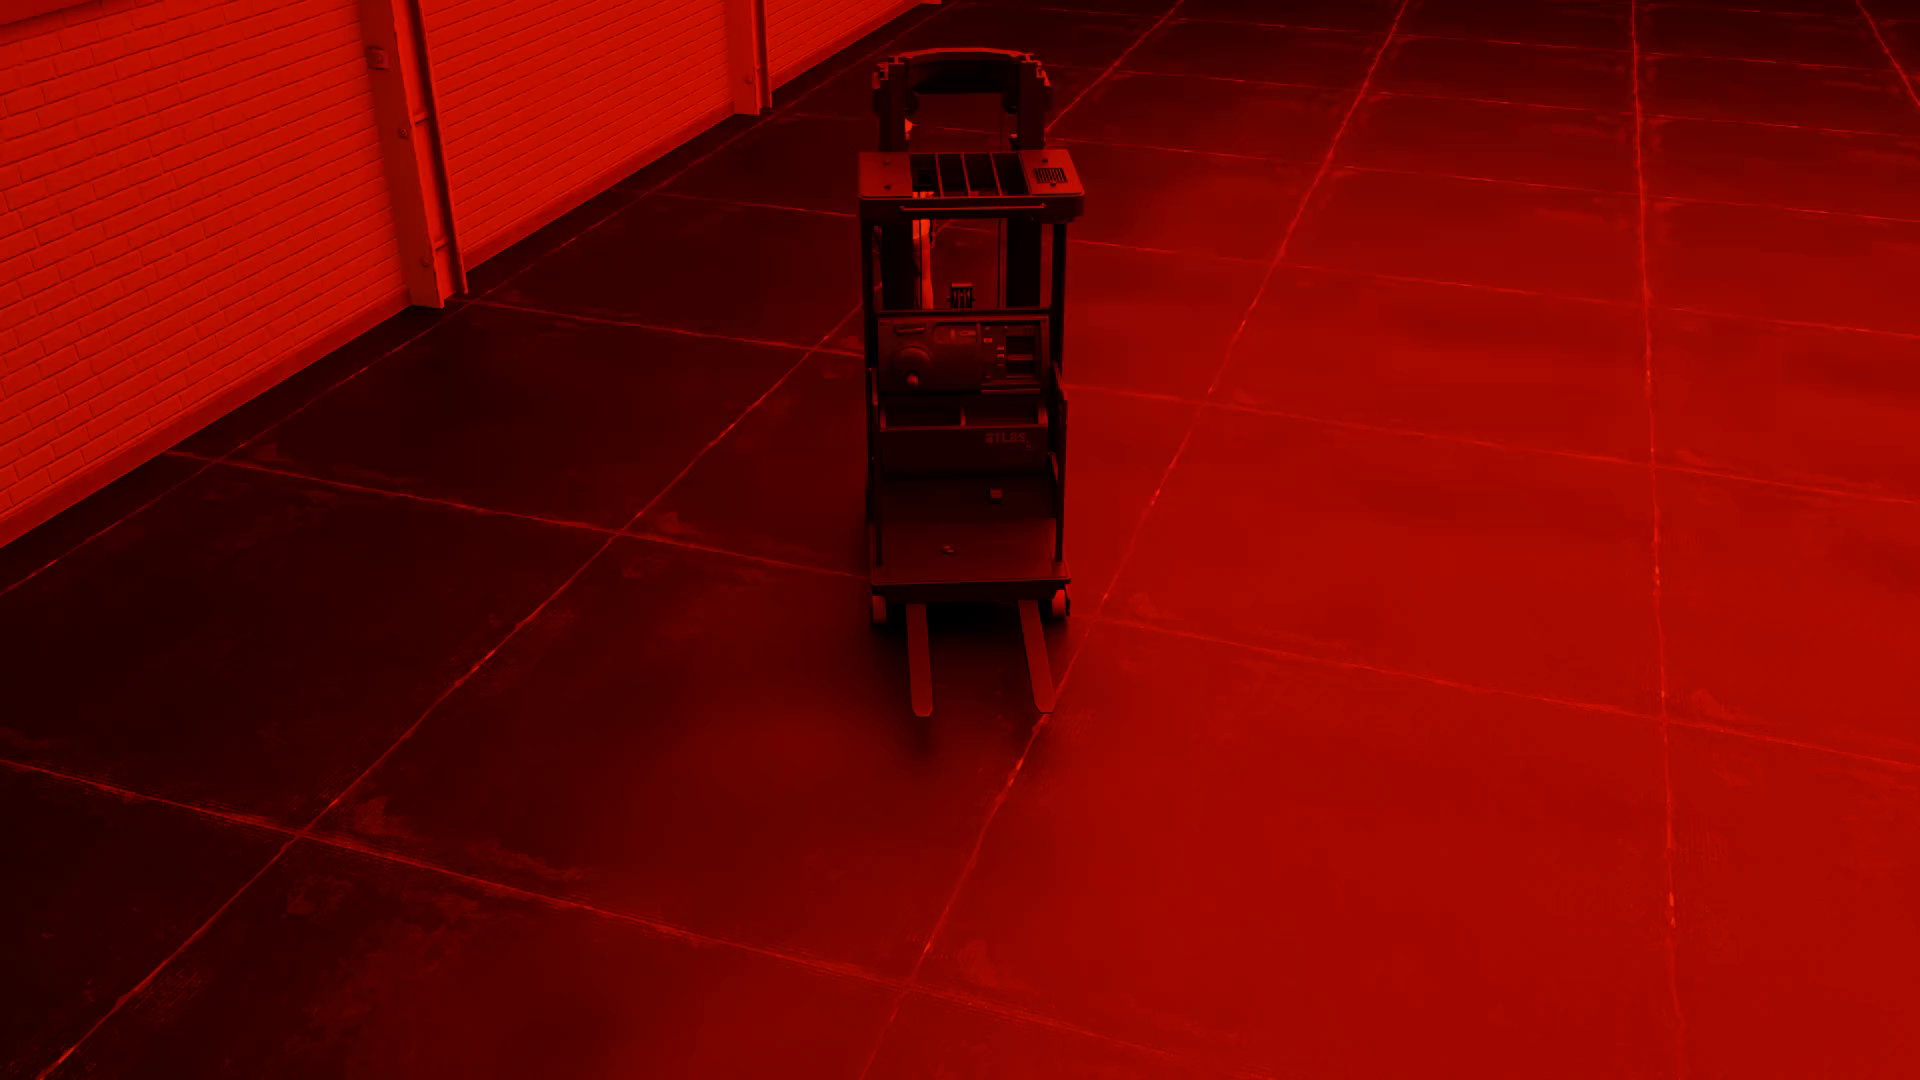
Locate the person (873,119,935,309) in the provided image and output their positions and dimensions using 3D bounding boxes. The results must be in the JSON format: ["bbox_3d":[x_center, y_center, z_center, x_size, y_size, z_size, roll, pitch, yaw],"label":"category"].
[{"bbox_3d":[-0.417,-2.294,12.449,0.528,1.656,0.397,-5,30,-8],"label":"person"}]

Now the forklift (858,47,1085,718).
[{"bbox_3d":[0.035,-0.972,8.842,1.130,2.935,3.031,-2,30,-3],"label":"forklift"}]
